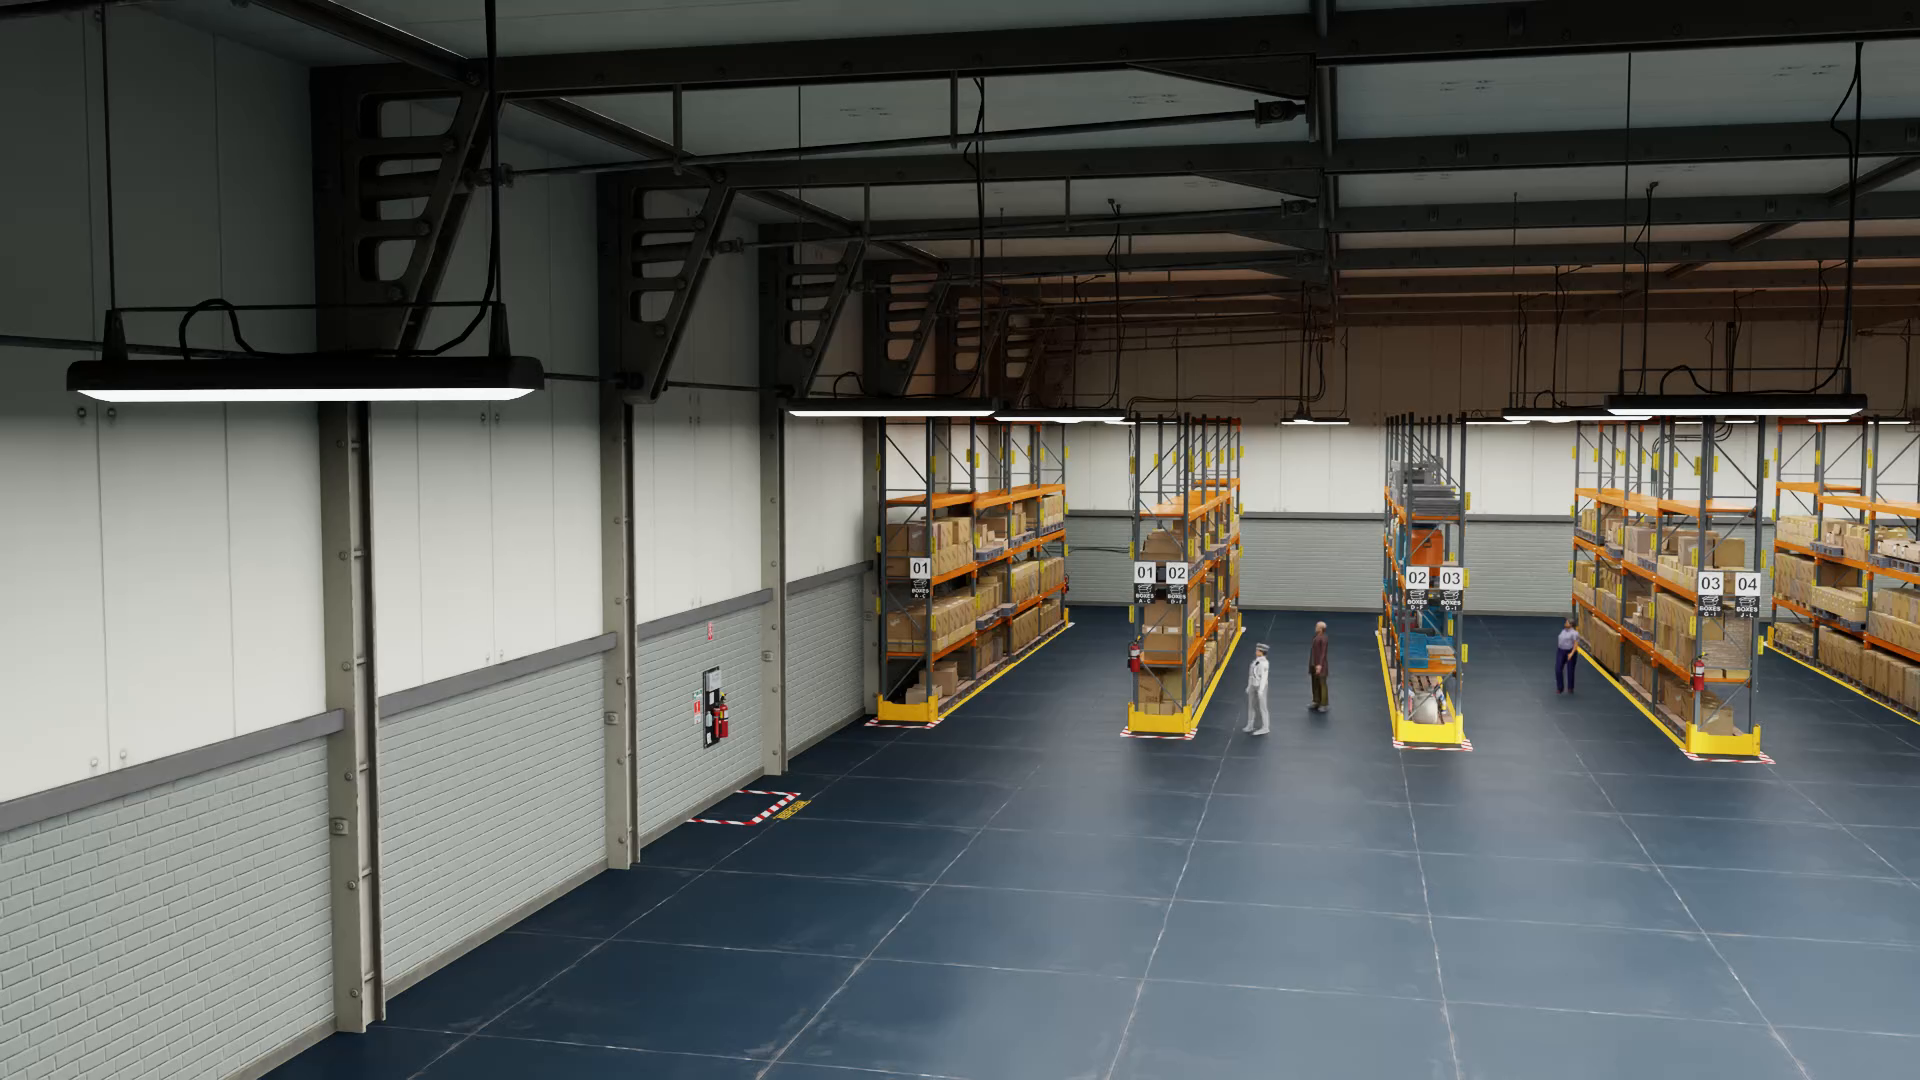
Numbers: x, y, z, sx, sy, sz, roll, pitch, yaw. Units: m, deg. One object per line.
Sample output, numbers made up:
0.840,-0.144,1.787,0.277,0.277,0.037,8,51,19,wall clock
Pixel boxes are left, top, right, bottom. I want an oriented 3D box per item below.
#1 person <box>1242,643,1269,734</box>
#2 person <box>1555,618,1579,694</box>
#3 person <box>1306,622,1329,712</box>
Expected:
5.560,2.772,31.207,0.450,1.679,0.543,-2,4,-31,person
13.063,2.518,35.802,0.501,1.667,0.585,3,5,35,person
7.294,2.564,33.793,0.419,1.820,0.598,-2,4,-23,person
